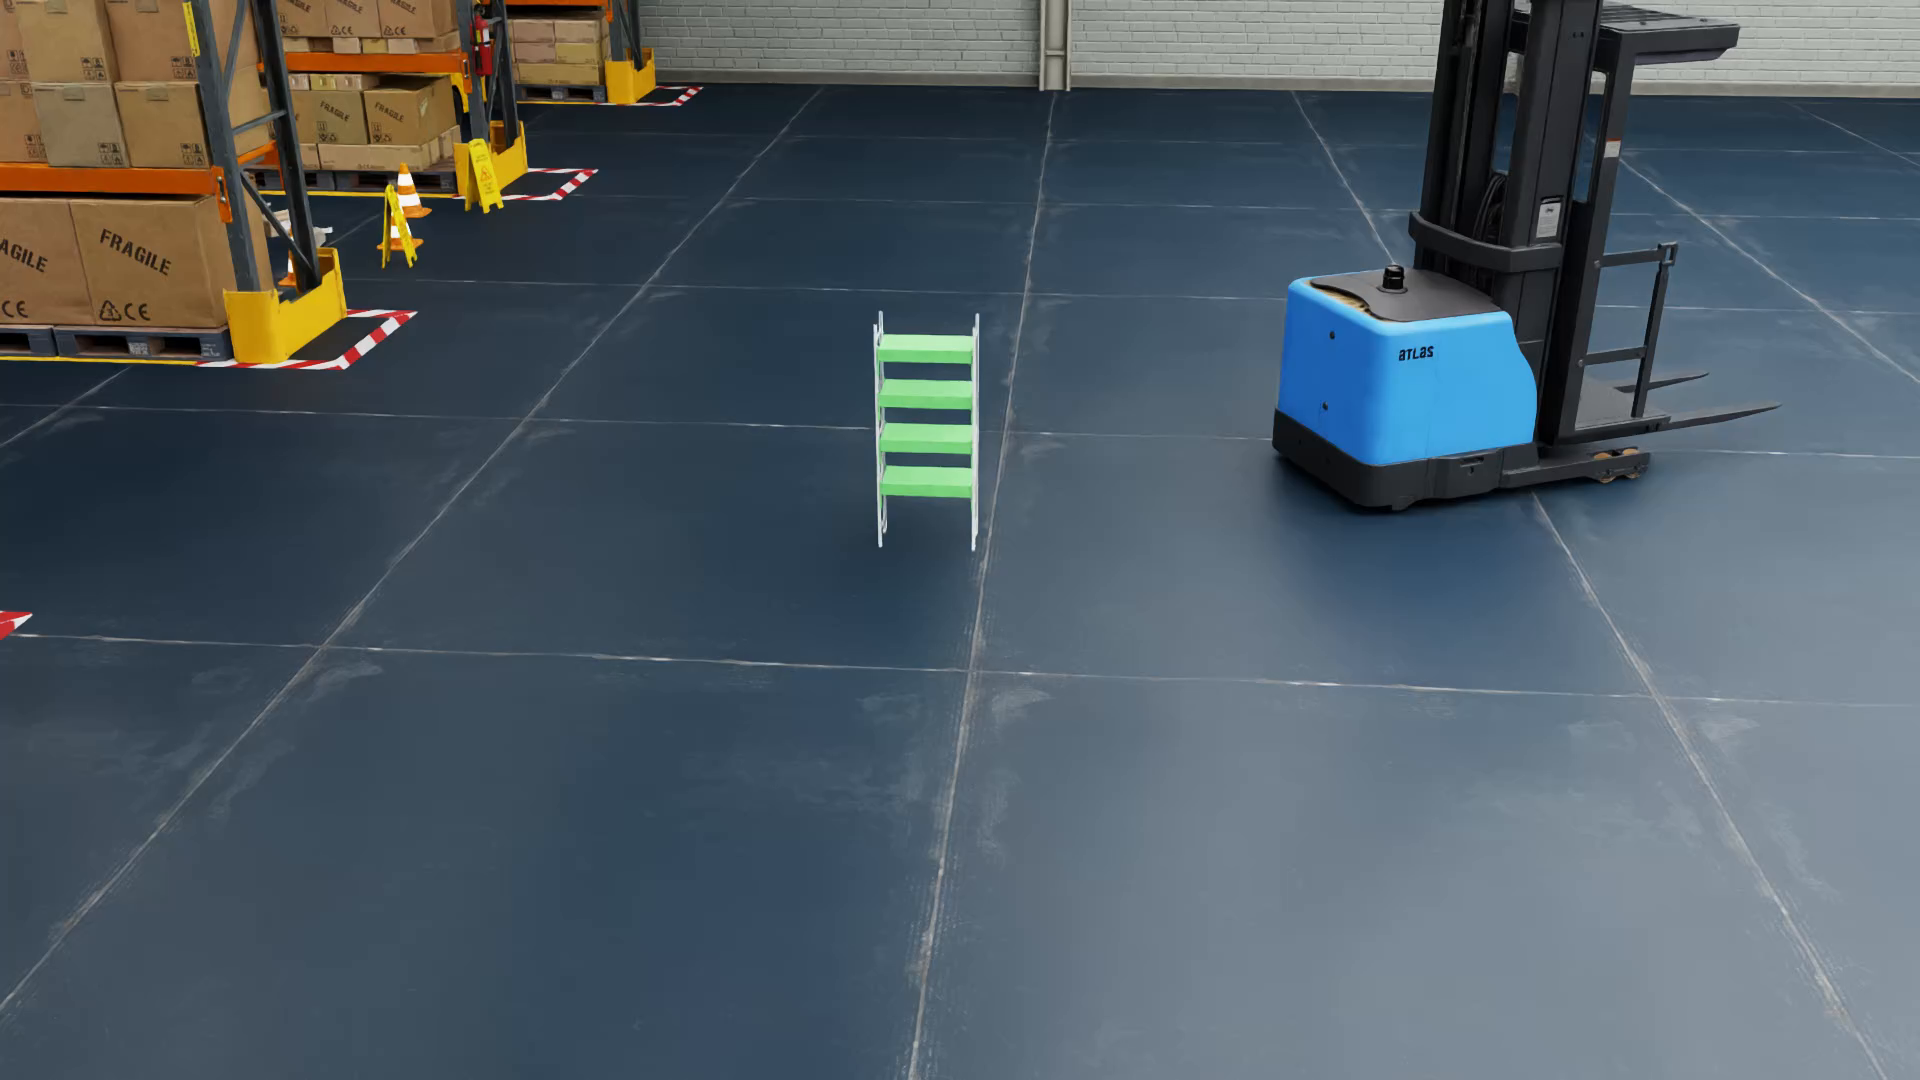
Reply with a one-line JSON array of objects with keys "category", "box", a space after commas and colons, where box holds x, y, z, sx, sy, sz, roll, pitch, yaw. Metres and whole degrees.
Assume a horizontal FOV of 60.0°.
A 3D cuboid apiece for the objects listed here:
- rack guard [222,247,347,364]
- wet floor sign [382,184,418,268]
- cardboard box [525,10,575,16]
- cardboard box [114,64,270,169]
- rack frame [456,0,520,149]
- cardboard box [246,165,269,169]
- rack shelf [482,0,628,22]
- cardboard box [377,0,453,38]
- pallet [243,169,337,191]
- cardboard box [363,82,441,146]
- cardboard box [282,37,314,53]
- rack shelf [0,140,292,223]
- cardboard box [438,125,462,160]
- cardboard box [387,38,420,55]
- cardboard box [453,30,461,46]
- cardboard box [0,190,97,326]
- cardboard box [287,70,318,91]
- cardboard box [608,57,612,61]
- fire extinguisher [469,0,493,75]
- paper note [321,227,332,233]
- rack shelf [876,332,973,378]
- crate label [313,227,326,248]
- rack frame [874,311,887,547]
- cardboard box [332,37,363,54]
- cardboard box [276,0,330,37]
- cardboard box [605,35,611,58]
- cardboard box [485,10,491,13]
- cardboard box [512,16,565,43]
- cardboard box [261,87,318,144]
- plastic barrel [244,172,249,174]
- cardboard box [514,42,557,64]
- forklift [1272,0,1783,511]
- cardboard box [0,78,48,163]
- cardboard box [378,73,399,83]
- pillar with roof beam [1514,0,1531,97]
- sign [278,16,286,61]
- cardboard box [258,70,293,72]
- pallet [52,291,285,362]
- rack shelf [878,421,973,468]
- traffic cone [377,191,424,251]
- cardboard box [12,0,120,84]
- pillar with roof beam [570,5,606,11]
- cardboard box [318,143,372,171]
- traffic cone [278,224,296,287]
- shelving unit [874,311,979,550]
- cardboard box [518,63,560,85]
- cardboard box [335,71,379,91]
[{"category": "rack guard", "box": [-4.770, -1.679, 11.801, 0.348, 0.500, 1.175, 2, 25, 4]}, {"category": "wet floor sign", "box": [-4.614, -2.570, 13.564, 0.232, 0.644, 0.267, -2, 25, -5]}, {"category": "cardboard box", "box": [-5.103, -6.455, 20.781, 0.500, 0.250, 0.500, 2, 25, 4]}, {"category": "cardboard box", "box": [-5.167, -2.877, 11.234, 0.550, 0.550, 0.875, 2, 25, 4]}, {"category": "rack frame", "box": [-4.516, -4.882, 15.771, 0.127, 3.000, 1.000, 2, 25, 4]}, {"category": "cardboard box", "box": [-6.874, -3.792, 16.189, 0.500, 0.250, 0.500, 2, 25, 3]}, {"category": "rack shelf", "box": [-6.134, -6.688, 20.557, 4.000, 0.370, 1.077, 2, 25, 4]}, {"category": "cardboard box", "box": [-5.078, -4.965, 15.476, 0.500, 0.500, 0.500, 1, 25, 3]}, {"category": "pallet", "box": [-6.612, -3.698, 16.535, 1.213, 0.211, 1.003, 2, 25, 4]}, {"category": "cardboard box", "box": [-5.335, -4.081, 15.921, 0.500, 0.500, 0.500, 2, 25, 4]}, {"category": "cardboard box", "box": [-6.186, -4.702, 15.681, 0.250, 0.149, 0.380, 2, 25, 3]}, {"category": "rack shelf", "box": [-6.788, -2.553, 11.570, 4.000, 0.370, 1.077, 2, 25, 4]}, {"category": "cardboard box", "box": [-5.299, -3.964, 16.564, 0.500, 0.250, 0.500, 2, 25, 4]}, {"category": "cardboard box", "box": [-5.166, -4.652, 15.573, 0.250, 0.149, 0.380, 2, 25, 3]}, {"category": "cardboard box", "box": [-4.839, -4.865, 16.034, 0.250, 0.149, 0.380, 2, 25, 4]}, {"category": "cardboard box", "box": [-6.353, -2.062, 11.683, 0.875, 0.875, 0.875, 1, 25, 3]}, {"category": "cardboard box", "box": [-6.219, -4.378, 15.790, 0.250, 0.149, 0.380, 3, 25, 6]}, {"category": "cardboard box", "box": [-4.614, -5.990, 20.965, 0.500, 0.250, 0.500, 2, 25, 4]}, {"category": "fire extinguisher", "box": [-4.437, -4.651, 15.362, 0.183, 0.674, 0.296, 2, 25, 4]}, {"category": "paper note", "box": [-5.611, -2.734, 14.654, 0.142, 0.019, 0.148, -7, 26, -14]}, {"category": "rack shelf", "box": [-0.165, -0.928, 8.337, 0.480, 0.148, 0.258, 2, 25, 4]}, {"category": "crate label", "box": [-5.578, -2.583, 14.200, 0.298, 0.136, 0.250, -11, 27, -23]}, {"category": "rack frame", "box": [-0.408, -0.558, 8.528, 0.015, 1.200, 0.240, 2, 25, 4]}, {"category": "cardboard box", "box": [-5.679, -4.665, 15.600, 0.250, 0.149, 0.380, 2, 25, 5]}, {"category": "cardboard box", "box": [-6.076, -5.000, 15.553, 0.500, 0.500, 0.500, 2, 25, 4]}, {"category": "cardboard box", "box": [-4.592, -6.221, 20.870, 0.500, 0.250, 0.500, 2, 25, 5]}, {"category": "cardboard box", "box": [-6.111, -6.495, 20.868, 0.500, 0.250, 0.500, 1, 25, 3]}, {"category": "cardboard box", "box": [-5.132, -6.245, 20.325, 0.500, 0.250, 0.500, 2, 25, 5]}, {"category": "cardboard box", "box": [-6.358, -4.115, 15.995, 0.500, 0.500, 0.500, 1, 25, 3]}, {"category": "plastic barrel", "box": [-6.691, -3.146, 15.082, 0.421, 0.421, 0.512, 22, 33, 39]}, {"category": "cardboard box", "box": [-5.148, -6.025, 20.445, 0.500, 0.250, 0.500, 2, 25, 3]}, {"category": "forklift", "box": [3.408, -1.855, 9.275, 3.031, 2.935, 1.130, -9, 26, -18]}, {"category": "cardboard box", "box": [-6.266, -2.955, 11.405, 0.550, 0.550, 0.875, 2, 25, 4]}, {"category": "cardboard box", "box": [-5.844, -4.321, 16.441, 0.500, 0.500, 0.500, 1, 25, 2]}, {"category": "pillar with roof beam", "box": [6.870, -7.896, 15.144, 0.400, 9.000, 9.100, 2, 25, 4]}, {"category": "sign", "box": [-4.746, -3.476, 11.585, 0.005, 0.325, 0.100, 2, 25, 4]}, {"category": "cardboard box", "box": [-8.649, -6.203, 20.980, 0.625, 0.625, 0.875, 3, 25, 6]}, {"category": "pallet", "box": [-5.597, -1.542, 11.848, 1.213, 0.211, 1.003, 2, 25, 4]}, {"category": "rack shelf", "box": [-0.165, -0.492, 8.537, 0.480, 0.148, 0.258, 2, 25, 4]}, {"category": "traffic cone", "box": [-4.789, -2.732, 14.133, 0.334, 0.463, 0.336, 2, 25, 4]}, {"category": "cardboard box", "box": [-5.716, -3.381, 11.039, 0.550, 0.550, 0.875, 2, 25, 4]}, {"category": "pillar with roof beam", "box": [-5.094, -8.280, 15.978, 0.400, 9.000, 9.100, 2, 25, 4]}, {"category": "cardboard box", "box": [-5.858, -3.757, 16.114, 0.500, 0.250, 0.500, 2, 25, 4]}, {"category": "traffic cone", "box": [-5.215, -2.272, 13.134, 0.334, 0.463, 0.336, 2, 25, 4]}, {"category": "shelving unit", "box": [-0.165, -0.550, 8.511, 0.503, 1.200, 0.258, 2, 25, 4]}, {"category": "cardboard box", "box": [-5.127, -5.796, 20.544, 0.500, 0.250, 0.500, 2, 25, 4]}, {"category": "cardboard box", "box": [-5.706, -4.359, 15.750, 0.250, 0.149, 0.380, 3, 25, 6]}]
